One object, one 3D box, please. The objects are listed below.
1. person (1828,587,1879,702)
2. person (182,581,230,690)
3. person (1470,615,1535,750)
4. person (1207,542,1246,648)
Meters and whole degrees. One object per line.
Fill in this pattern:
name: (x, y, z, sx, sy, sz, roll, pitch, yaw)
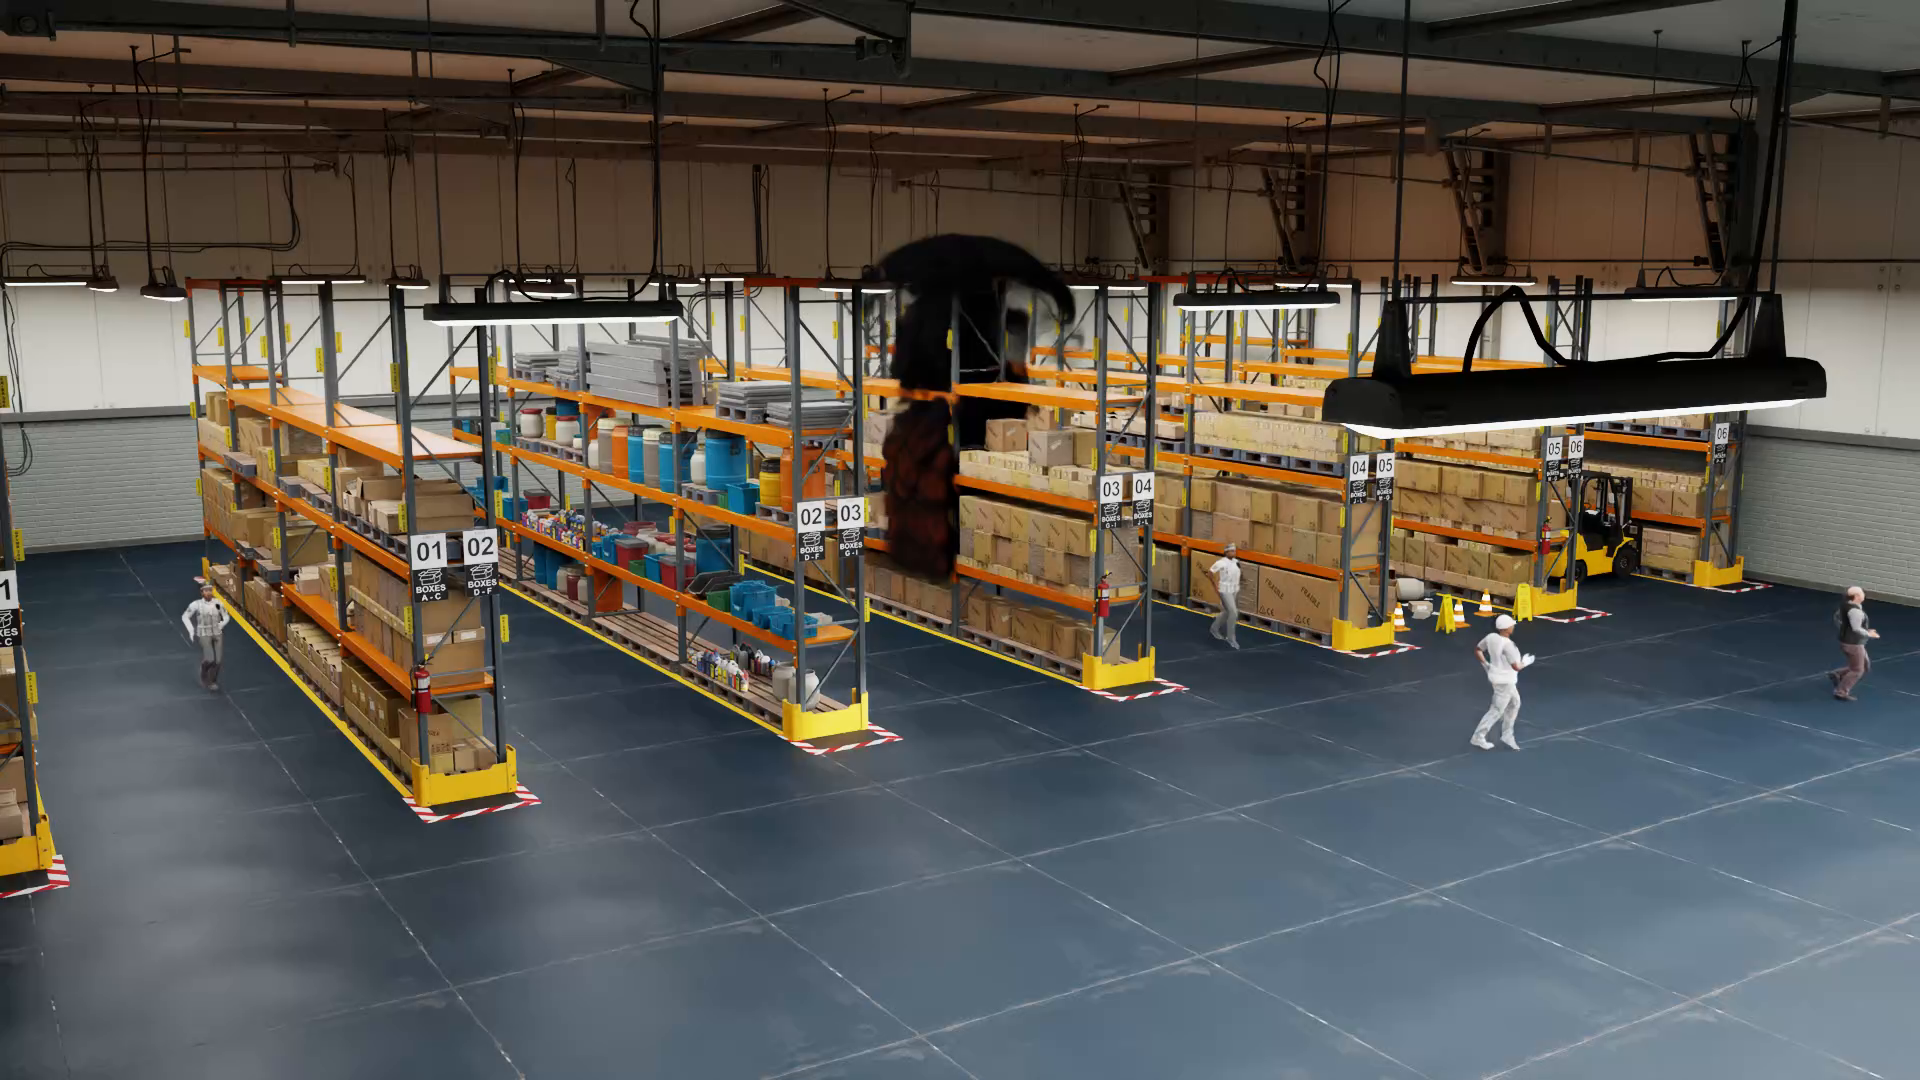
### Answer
person: (12.951, 1.500, 24.060, 0.571, 1.680, 0.655, 2, 10, 14)
person: (-11.068, 1.420, 24.545, 0.593, 1.656, 0.554, -9, 13, -42)
person: (7.016, 1.870, 21.530, 0.785, 1.846, 0.661, 0, 10, 0)
person: (4.434, 0.900, 27.612, 0.555, 1.753, 0.764, -9, 13, -44)
